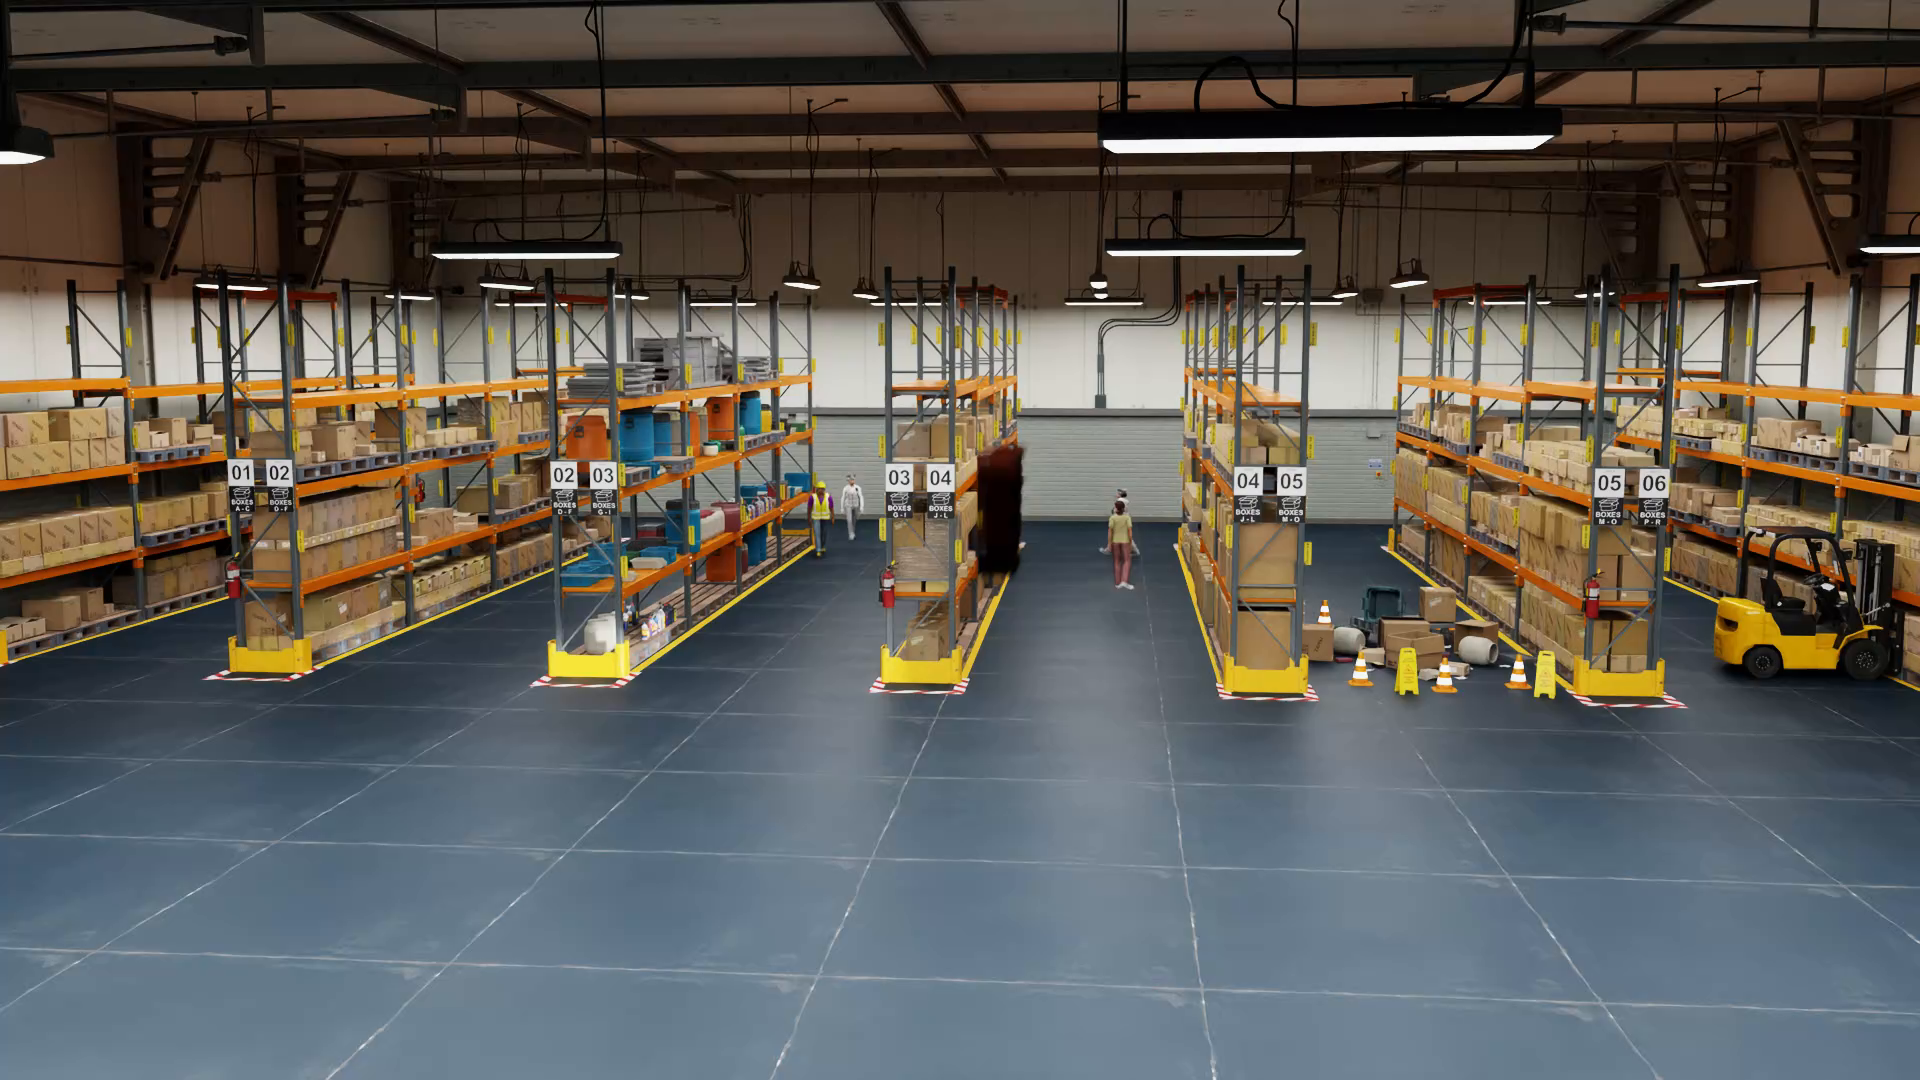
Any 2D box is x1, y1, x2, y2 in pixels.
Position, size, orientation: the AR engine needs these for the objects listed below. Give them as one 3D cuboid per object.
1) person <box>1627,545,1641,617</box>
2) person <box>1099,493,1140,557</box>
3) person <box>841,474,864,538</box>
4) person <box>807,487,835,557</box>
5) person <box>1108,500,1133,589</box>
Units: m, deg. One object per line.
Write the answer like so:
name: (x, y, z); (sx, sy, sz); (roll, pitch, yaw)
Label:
person: (11.563, 0.790, 28.708); (0.507, 1.360, 0.454); (1, 7, 11)
person: (3.638, -0.397, 38.018); (1.095, 1.569, 0.391); (7, 10, 43)
person: (-2.673, -0.861, 41.255); (0.540, 1.569, 0.830); (-2, 7, -13)
person: (-3.185, -0.473, 38.077); (0.606, 1.660, 1.113); (-1, 7, -11)
person: (3.025, 0.093, 31.298); (0.488, 1.652, 0.502); (0, 7, 4)
